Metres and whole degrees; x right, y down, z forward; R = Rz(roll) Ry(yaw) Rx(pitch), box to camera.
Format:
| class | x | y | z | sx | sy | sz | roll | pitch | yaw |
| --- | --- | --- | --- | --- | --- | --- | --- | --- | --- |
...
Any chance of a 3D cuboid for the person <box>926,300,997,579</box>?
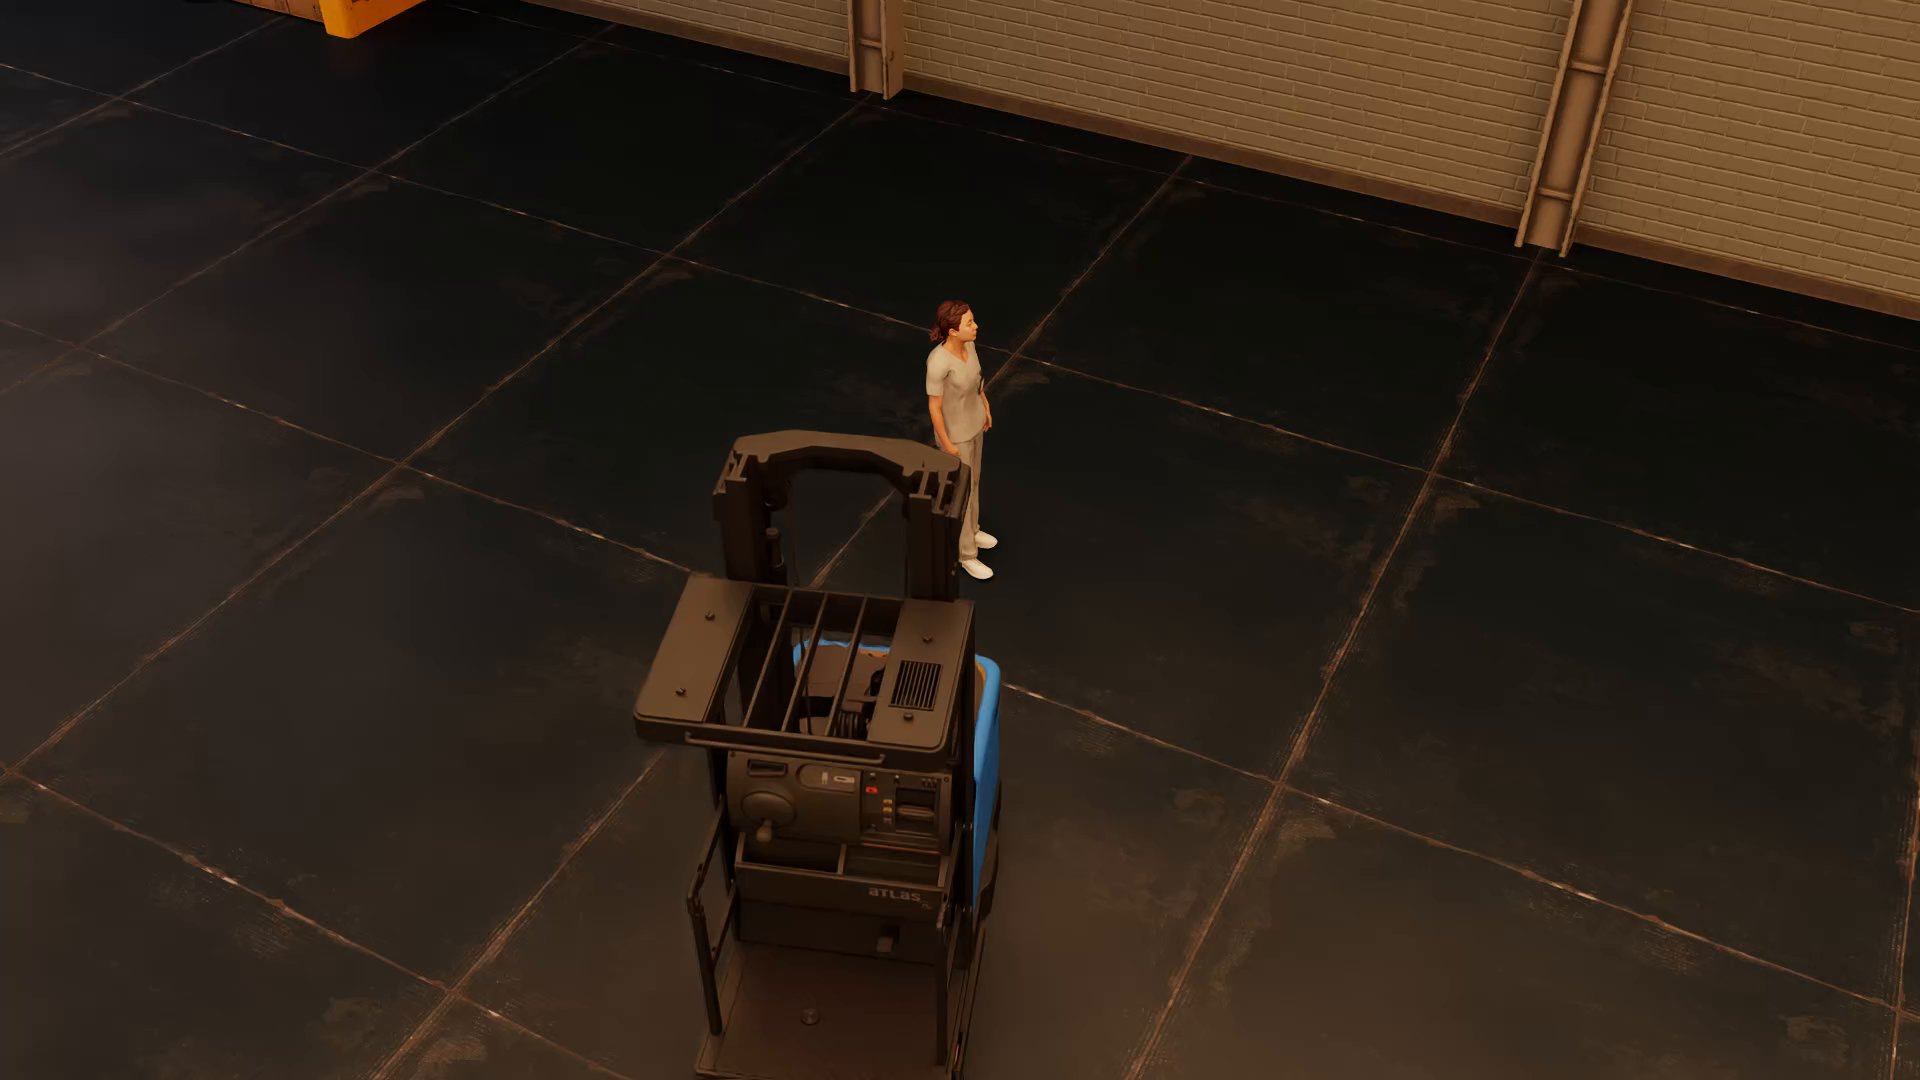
| class | x | y | z | sx | sy | sz | roll | pitch | yaw |
| --- | --- | --- | --- | --- | --- | --- | --- | --- | --- |
| person | 0.059 | -0.617 | 9.682 | 0.549 | 1.675 | 0.549 | 18 | 43 | 21 |

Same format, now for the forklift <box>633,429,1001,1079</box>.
| class | x | y | z | sx | sy | sz | roll | pitch | yaw |
| --- | --- | --- | --- | --- | --- | --- | --- | --- | --- |
| forklift | -0.524 | 1.151 | 6.620 | 1.130 | 2.935 | 3.031 | 6 | 40 | 7 |
